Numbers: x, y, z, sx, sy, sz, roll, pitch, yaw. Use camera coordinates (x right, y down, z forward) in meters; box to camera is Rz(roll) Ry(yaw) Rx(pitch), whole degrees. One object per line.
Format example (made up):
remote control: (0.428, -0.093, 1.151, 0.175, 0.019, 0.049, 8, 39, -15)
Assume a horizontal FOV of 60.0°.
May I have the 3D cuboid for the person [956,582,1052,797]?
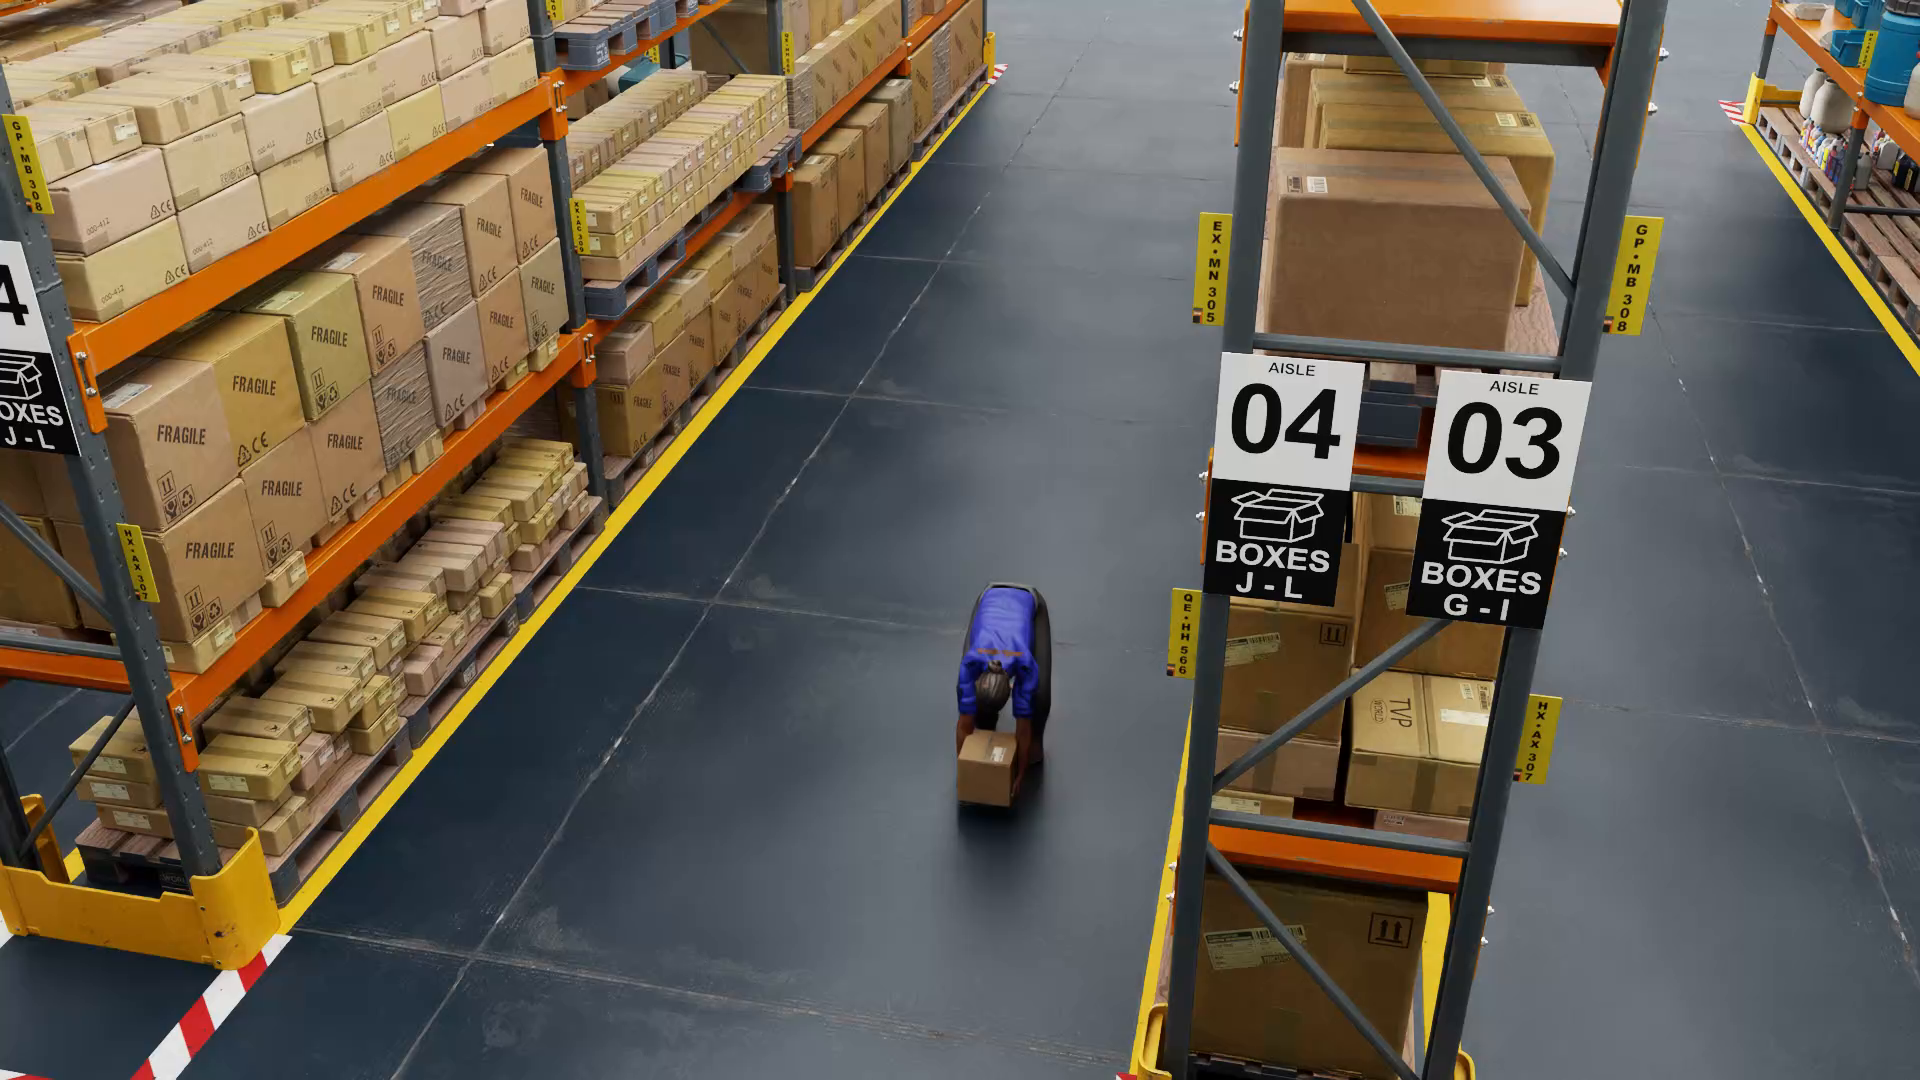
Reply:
person: (0.207, 0.743, 8.057, 0.462, 0.904, 0.869, 5, 29, 8)
